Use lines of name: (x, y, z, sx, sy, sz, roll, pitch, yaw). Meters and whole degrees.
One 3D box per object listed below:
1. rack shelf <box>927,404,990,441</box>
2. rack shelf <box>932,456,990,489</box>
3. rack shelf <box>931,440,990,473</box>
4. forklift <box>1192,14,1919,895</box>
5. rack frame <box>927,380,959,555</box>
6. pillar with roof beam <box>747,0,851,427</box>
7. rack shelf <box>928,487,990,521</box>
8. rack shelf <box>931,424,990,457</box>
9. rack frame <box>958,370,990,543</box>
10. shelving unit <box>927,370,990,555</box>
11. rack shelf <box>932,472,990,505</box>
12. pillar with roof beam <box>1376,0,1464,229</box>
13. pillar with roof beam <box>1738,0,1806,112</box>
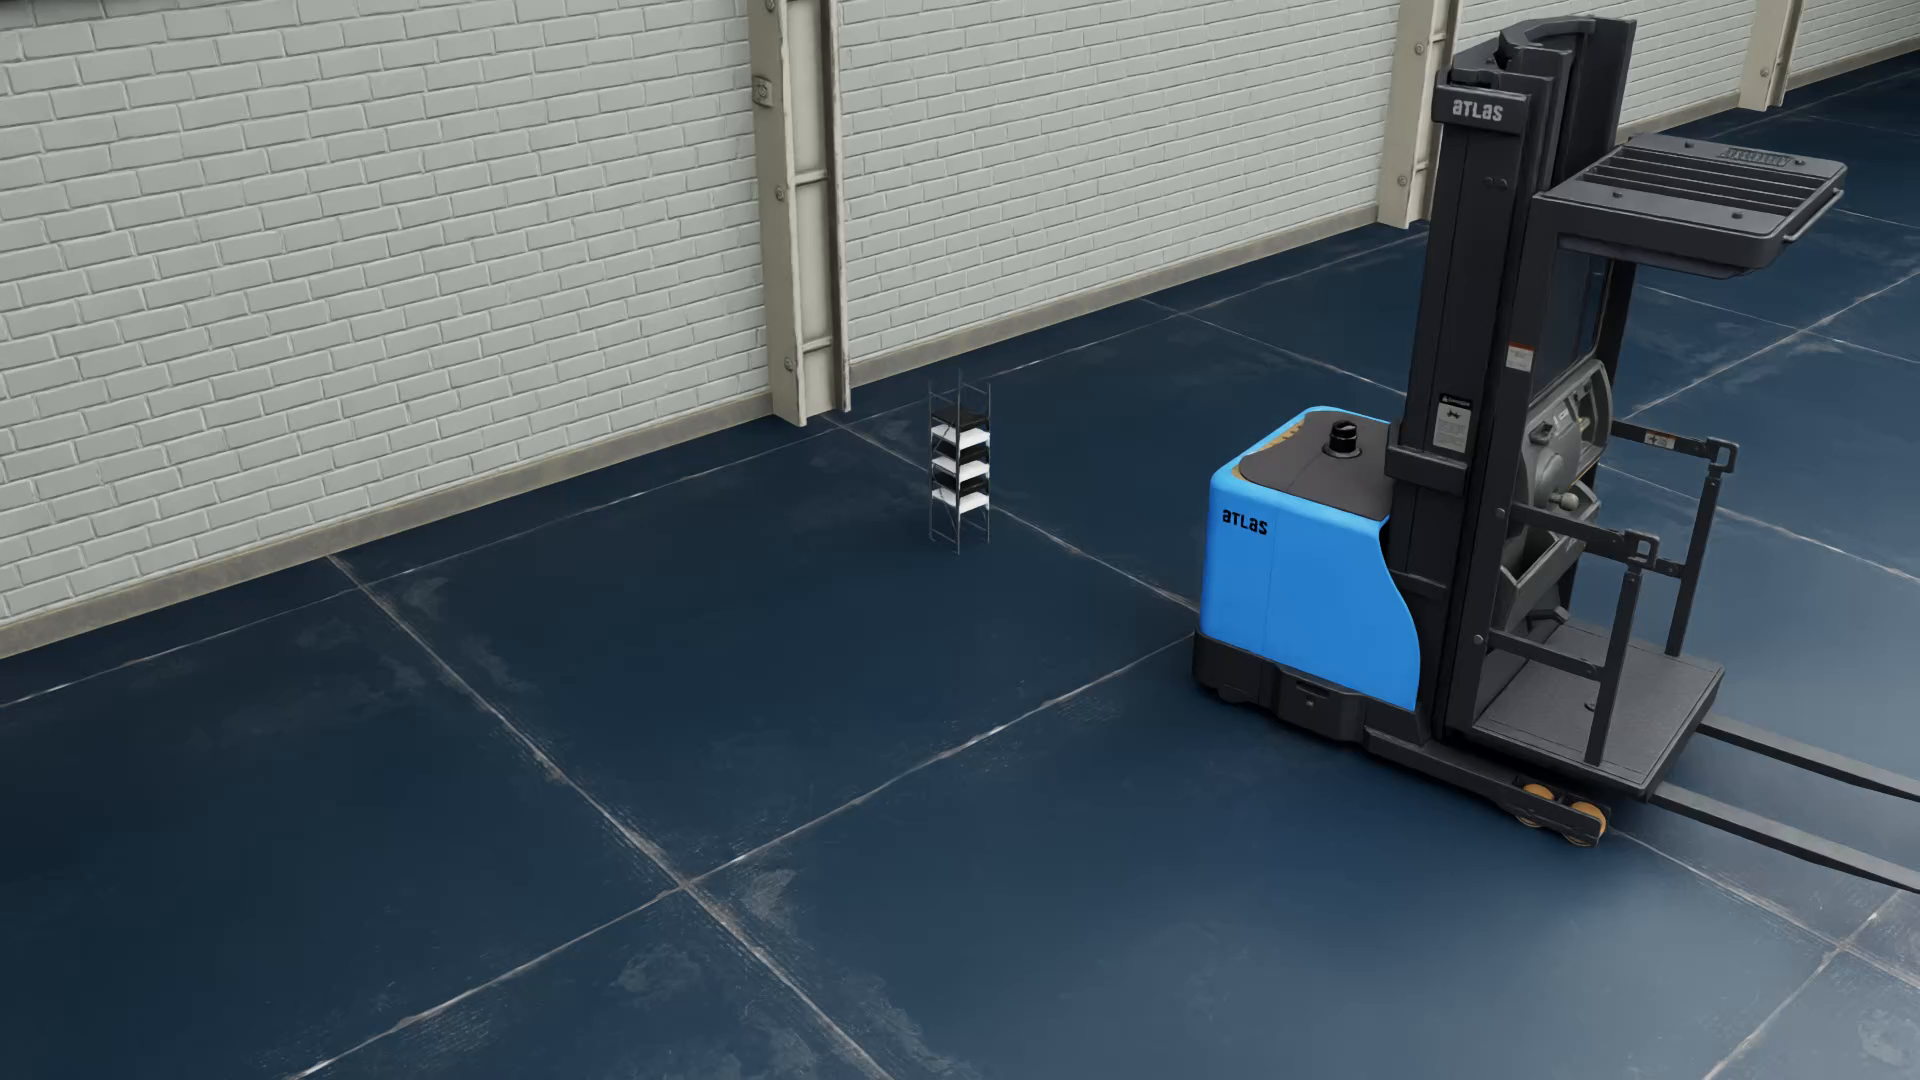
rack shelf: (-0.006, -0.603, 8.422, 0.200, 0.077, 0.258, -22, 35, -35)
rack shelf: (-0.006, -0.365, 8.549, 0.200, 0.077, 0.258, -22, 35, -35)
rack shelf: (-0.006, -0.444, 8.507, 0.200, 0.077, 0.258, -22, 35, -35)
forklift: (2.519, -0.380, 6.351, 3.031, 2.935, 1.130, 20, 34, 33)
rack frame: (-0.084, -0.363, 8.475, 0.006, 0.900, 0.240, -22, 35, -35)
pillar with roof beam: (1.878, -3.220, 5.228, 0.400, 9.000, 9.100, -22, 35, -35)
rack shelf: (-0.006, -0.206, 8.634, 0.200, 0.077, 0.258, -22, 35, -35)
rack shelf: (-0.006, -0.524, 8.464, 0.200, 0.077, 0.258, -22, 35, -35)
rack frame: (0.071, -0.425, 8.591, 0.006, 0.900, 0.240, -22, 35, -35)
shelving unit: (-0.006, -0.394, 8.533, 0.210, 0.900, 0.258, -22, 35, -35)
rack shelf: (-0.006, -0.286, 8.591, 0.200, 0.077, 0.258, -22, 35, -35)
pillar with roof beam: (6.442, -5.056, 8.663, 0.400, 9.000, 9.100, -22, 35, -35)
pillar with roof beam: (11.007, -6.891, 12.098, 0.400, 9.000, 9.100, -22, 35, -35)
